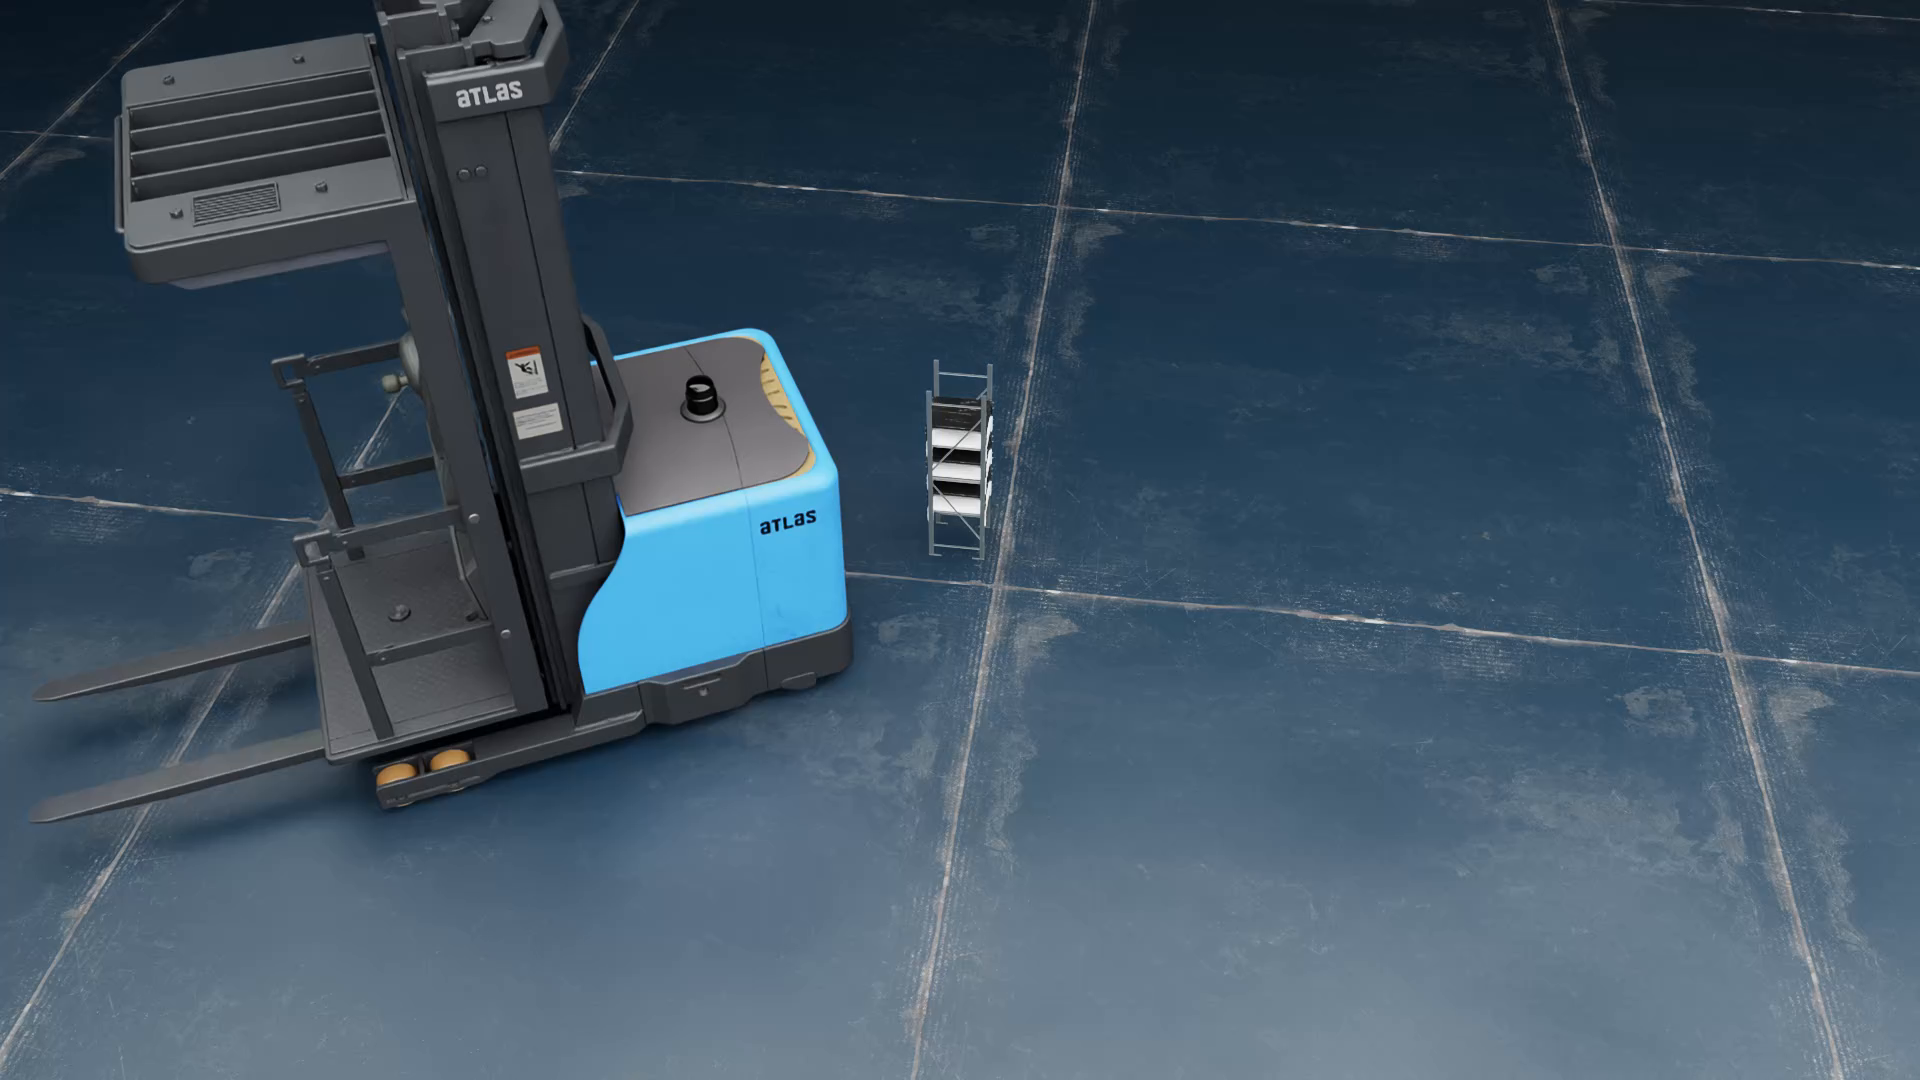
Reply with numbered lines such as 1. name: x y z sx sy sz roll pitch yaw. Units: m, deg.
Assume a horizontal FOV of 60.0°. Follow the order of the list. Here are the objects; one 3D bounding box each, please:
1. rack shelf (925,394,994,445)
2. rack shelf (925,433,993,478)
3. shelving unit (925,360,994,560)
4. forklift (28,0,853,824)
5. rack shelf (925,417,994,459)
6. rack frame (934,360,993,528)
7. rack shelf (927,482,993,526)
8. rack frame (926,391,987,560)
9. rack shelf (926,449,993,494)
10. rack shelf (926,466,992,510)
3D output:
1. rack shelf: -0.001 -0.493 6.794 0.258 0.077 0.200 5 44 6
2. rack shelf: -0.001 -0.362 6.918 0.258 0.077 0.200 5 44 6
3. shelving unit: -0.001 -0.321 6.957 0.258 0.900 0.210 5 44 6
4. forklift: -2.000 -0.481 5.648 3.031 2.935 1.130 -14 45 -15
5. rack shelf: -0.001 -0.428 6.856 0.258 0.077 0.200 5 44 6
6. rack frame: 0.012 -0.391 7.030 0.240 0.900 0.006 5 44 6
7. rack shelf: -0.001 -0.166 7.104 0.258 0.077 0.200 5 44 6
8. rack frame: -0.015 -0.252 6.884 0.240 0.900 0.006 5 44 6
9. rack shelf: -0.001 -0.297 6.980 0.258 0.077 0.200 5 44 6
10. rack shelf: -0.001 -0.232 7.042 0.258 0.077 0.200 5 44 6
